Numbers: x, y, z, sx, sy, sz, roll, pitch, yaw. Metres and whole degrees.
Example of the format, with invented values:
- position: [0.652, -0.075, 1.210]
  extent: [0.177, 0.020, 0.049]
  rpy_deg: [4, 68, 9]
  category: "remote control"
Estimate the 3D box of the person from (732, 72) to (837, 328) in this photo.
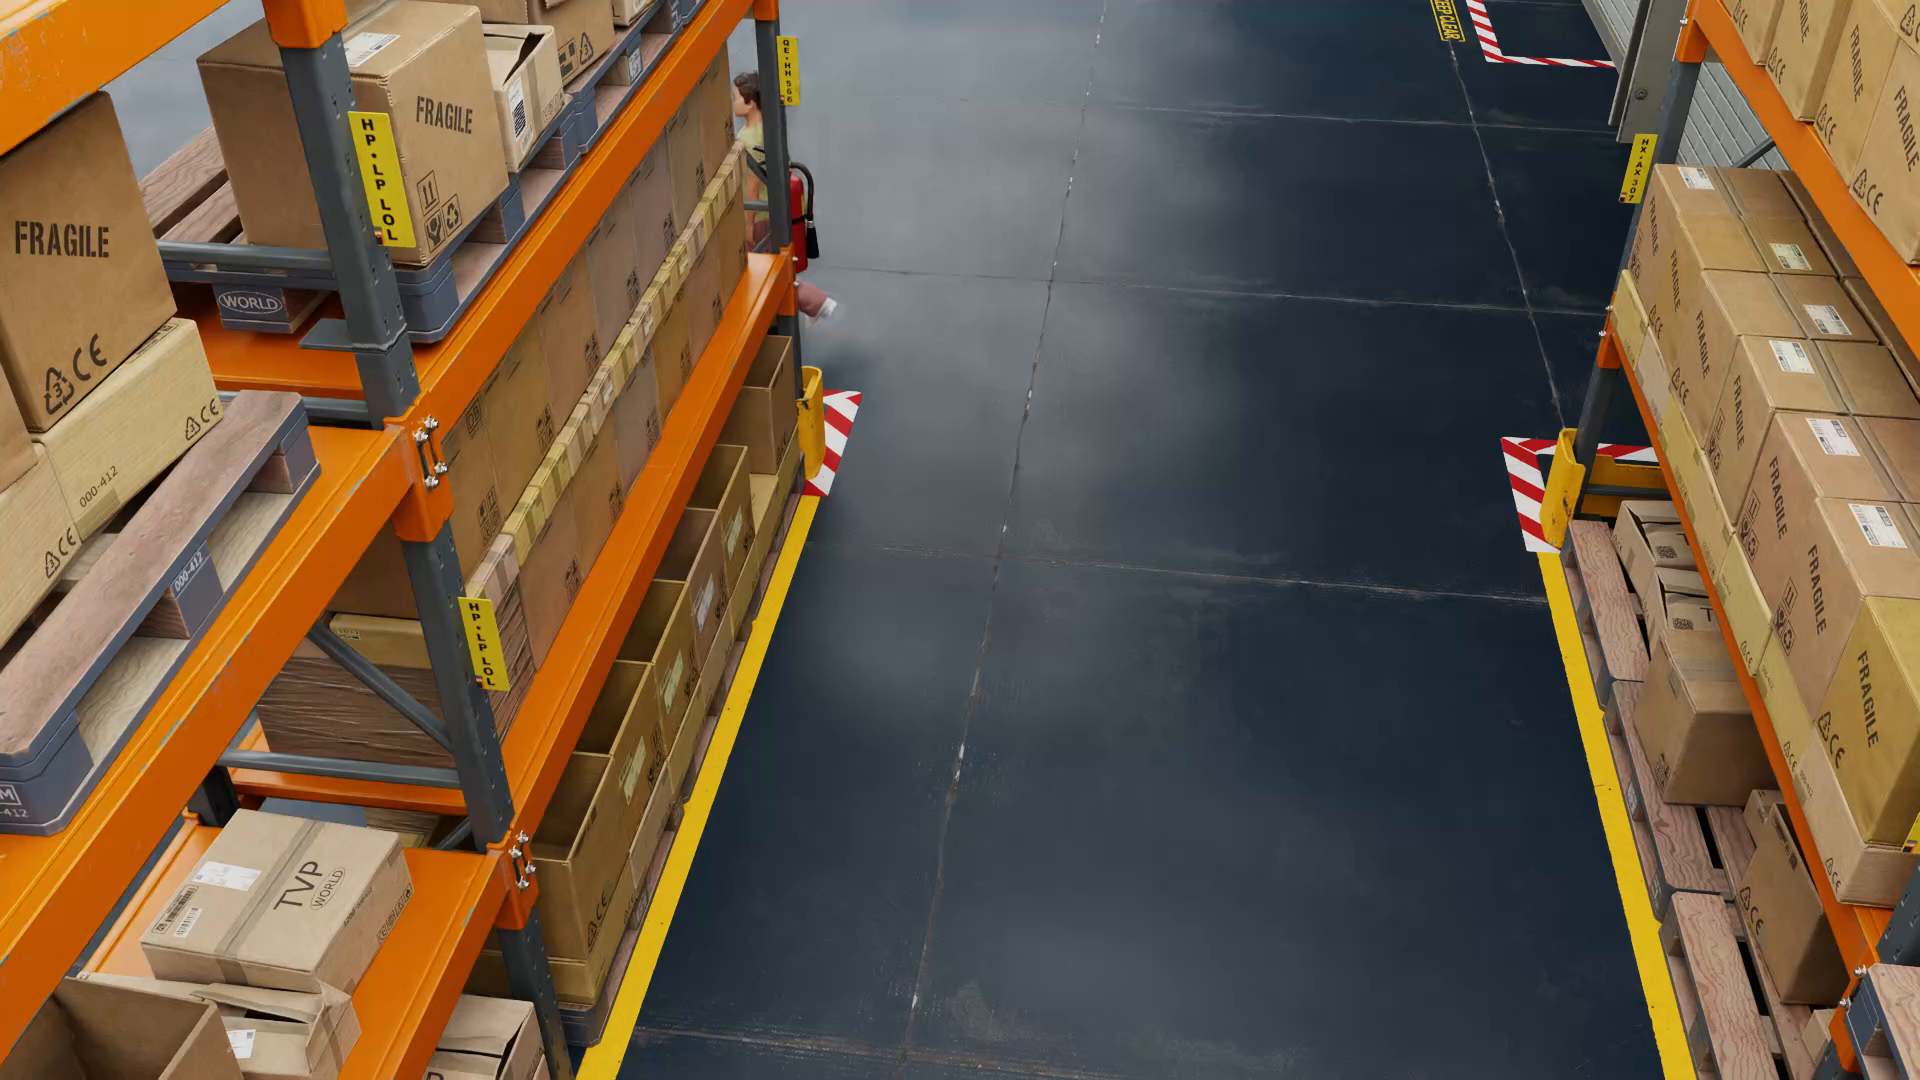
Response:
- position: [-1.116, -1.900, 9.628]
  extent: [0.797, 1.642, 0.477]
  rpy_deg: [3, 36, 5]
  category: "person"
